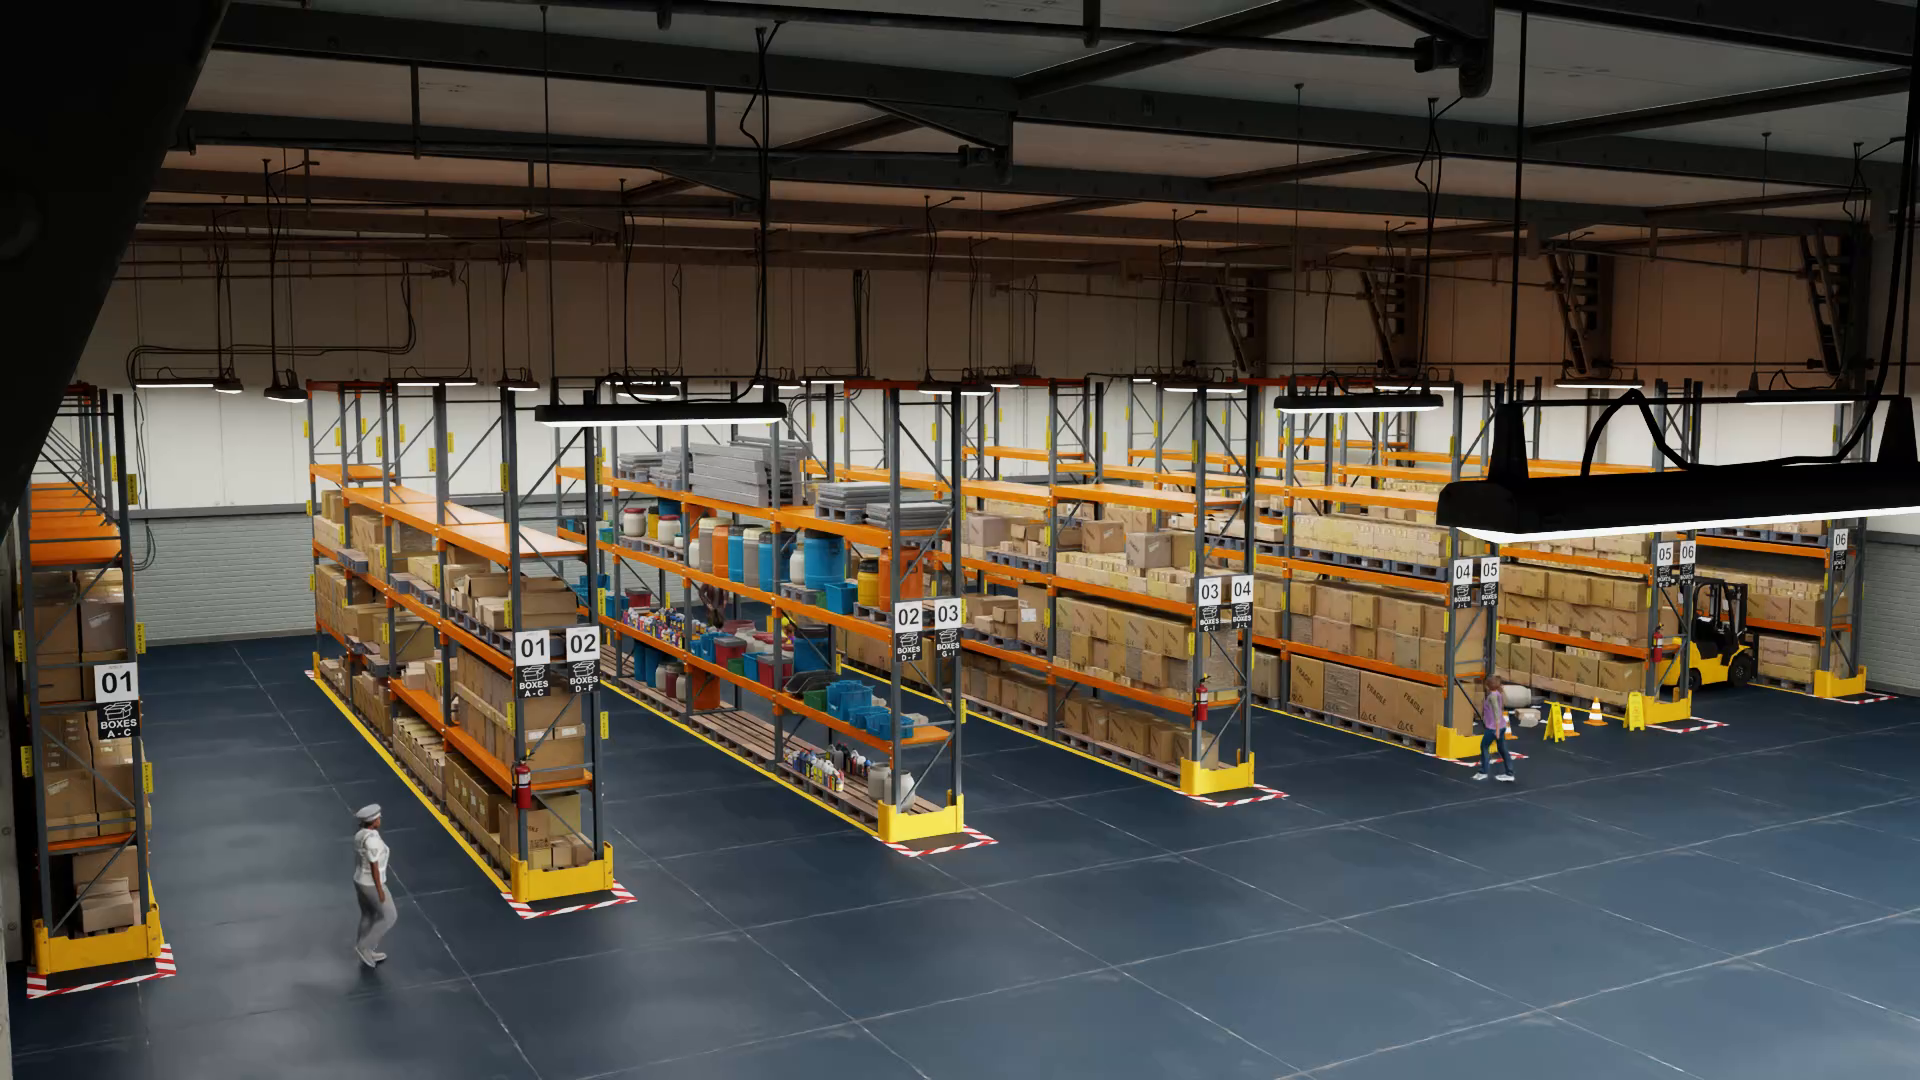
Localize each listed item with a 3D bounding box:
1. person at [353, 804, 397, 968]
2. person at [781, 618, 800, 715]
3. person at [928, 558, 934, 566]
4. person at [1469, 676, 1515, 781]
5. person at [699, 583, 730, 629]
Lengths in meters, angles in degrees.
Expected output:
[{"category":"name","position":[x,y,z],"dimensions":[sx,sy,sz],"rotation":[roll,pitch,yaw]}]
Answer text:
[{"category":"person","position":[-6.198,3.625,17.498],"dimensions":[0.427,1.679,0.477],"rotation":[-4,7,-33]},{"category":"person","position":[-3.065,2.254,30.157],"dimensions":[0.671,1.704,1.079],"rotation":[-5,8,-38]},{"category":"person","position":[-0.706,1.238,39.737],"dimensions":[0.617,1.745,1.090],"rotation":[-2,6,-20]},{"category":"person","position":[8.133,2.875,25.237],"dimensions":[0.646,1.613,0.439],"rotation":[4,7,36]},{"category":"person","position":[-5.562,1.498,37.678],"dimensions":[0.728,1.685,0.655],"rotation":[-2,6,-17]}]
